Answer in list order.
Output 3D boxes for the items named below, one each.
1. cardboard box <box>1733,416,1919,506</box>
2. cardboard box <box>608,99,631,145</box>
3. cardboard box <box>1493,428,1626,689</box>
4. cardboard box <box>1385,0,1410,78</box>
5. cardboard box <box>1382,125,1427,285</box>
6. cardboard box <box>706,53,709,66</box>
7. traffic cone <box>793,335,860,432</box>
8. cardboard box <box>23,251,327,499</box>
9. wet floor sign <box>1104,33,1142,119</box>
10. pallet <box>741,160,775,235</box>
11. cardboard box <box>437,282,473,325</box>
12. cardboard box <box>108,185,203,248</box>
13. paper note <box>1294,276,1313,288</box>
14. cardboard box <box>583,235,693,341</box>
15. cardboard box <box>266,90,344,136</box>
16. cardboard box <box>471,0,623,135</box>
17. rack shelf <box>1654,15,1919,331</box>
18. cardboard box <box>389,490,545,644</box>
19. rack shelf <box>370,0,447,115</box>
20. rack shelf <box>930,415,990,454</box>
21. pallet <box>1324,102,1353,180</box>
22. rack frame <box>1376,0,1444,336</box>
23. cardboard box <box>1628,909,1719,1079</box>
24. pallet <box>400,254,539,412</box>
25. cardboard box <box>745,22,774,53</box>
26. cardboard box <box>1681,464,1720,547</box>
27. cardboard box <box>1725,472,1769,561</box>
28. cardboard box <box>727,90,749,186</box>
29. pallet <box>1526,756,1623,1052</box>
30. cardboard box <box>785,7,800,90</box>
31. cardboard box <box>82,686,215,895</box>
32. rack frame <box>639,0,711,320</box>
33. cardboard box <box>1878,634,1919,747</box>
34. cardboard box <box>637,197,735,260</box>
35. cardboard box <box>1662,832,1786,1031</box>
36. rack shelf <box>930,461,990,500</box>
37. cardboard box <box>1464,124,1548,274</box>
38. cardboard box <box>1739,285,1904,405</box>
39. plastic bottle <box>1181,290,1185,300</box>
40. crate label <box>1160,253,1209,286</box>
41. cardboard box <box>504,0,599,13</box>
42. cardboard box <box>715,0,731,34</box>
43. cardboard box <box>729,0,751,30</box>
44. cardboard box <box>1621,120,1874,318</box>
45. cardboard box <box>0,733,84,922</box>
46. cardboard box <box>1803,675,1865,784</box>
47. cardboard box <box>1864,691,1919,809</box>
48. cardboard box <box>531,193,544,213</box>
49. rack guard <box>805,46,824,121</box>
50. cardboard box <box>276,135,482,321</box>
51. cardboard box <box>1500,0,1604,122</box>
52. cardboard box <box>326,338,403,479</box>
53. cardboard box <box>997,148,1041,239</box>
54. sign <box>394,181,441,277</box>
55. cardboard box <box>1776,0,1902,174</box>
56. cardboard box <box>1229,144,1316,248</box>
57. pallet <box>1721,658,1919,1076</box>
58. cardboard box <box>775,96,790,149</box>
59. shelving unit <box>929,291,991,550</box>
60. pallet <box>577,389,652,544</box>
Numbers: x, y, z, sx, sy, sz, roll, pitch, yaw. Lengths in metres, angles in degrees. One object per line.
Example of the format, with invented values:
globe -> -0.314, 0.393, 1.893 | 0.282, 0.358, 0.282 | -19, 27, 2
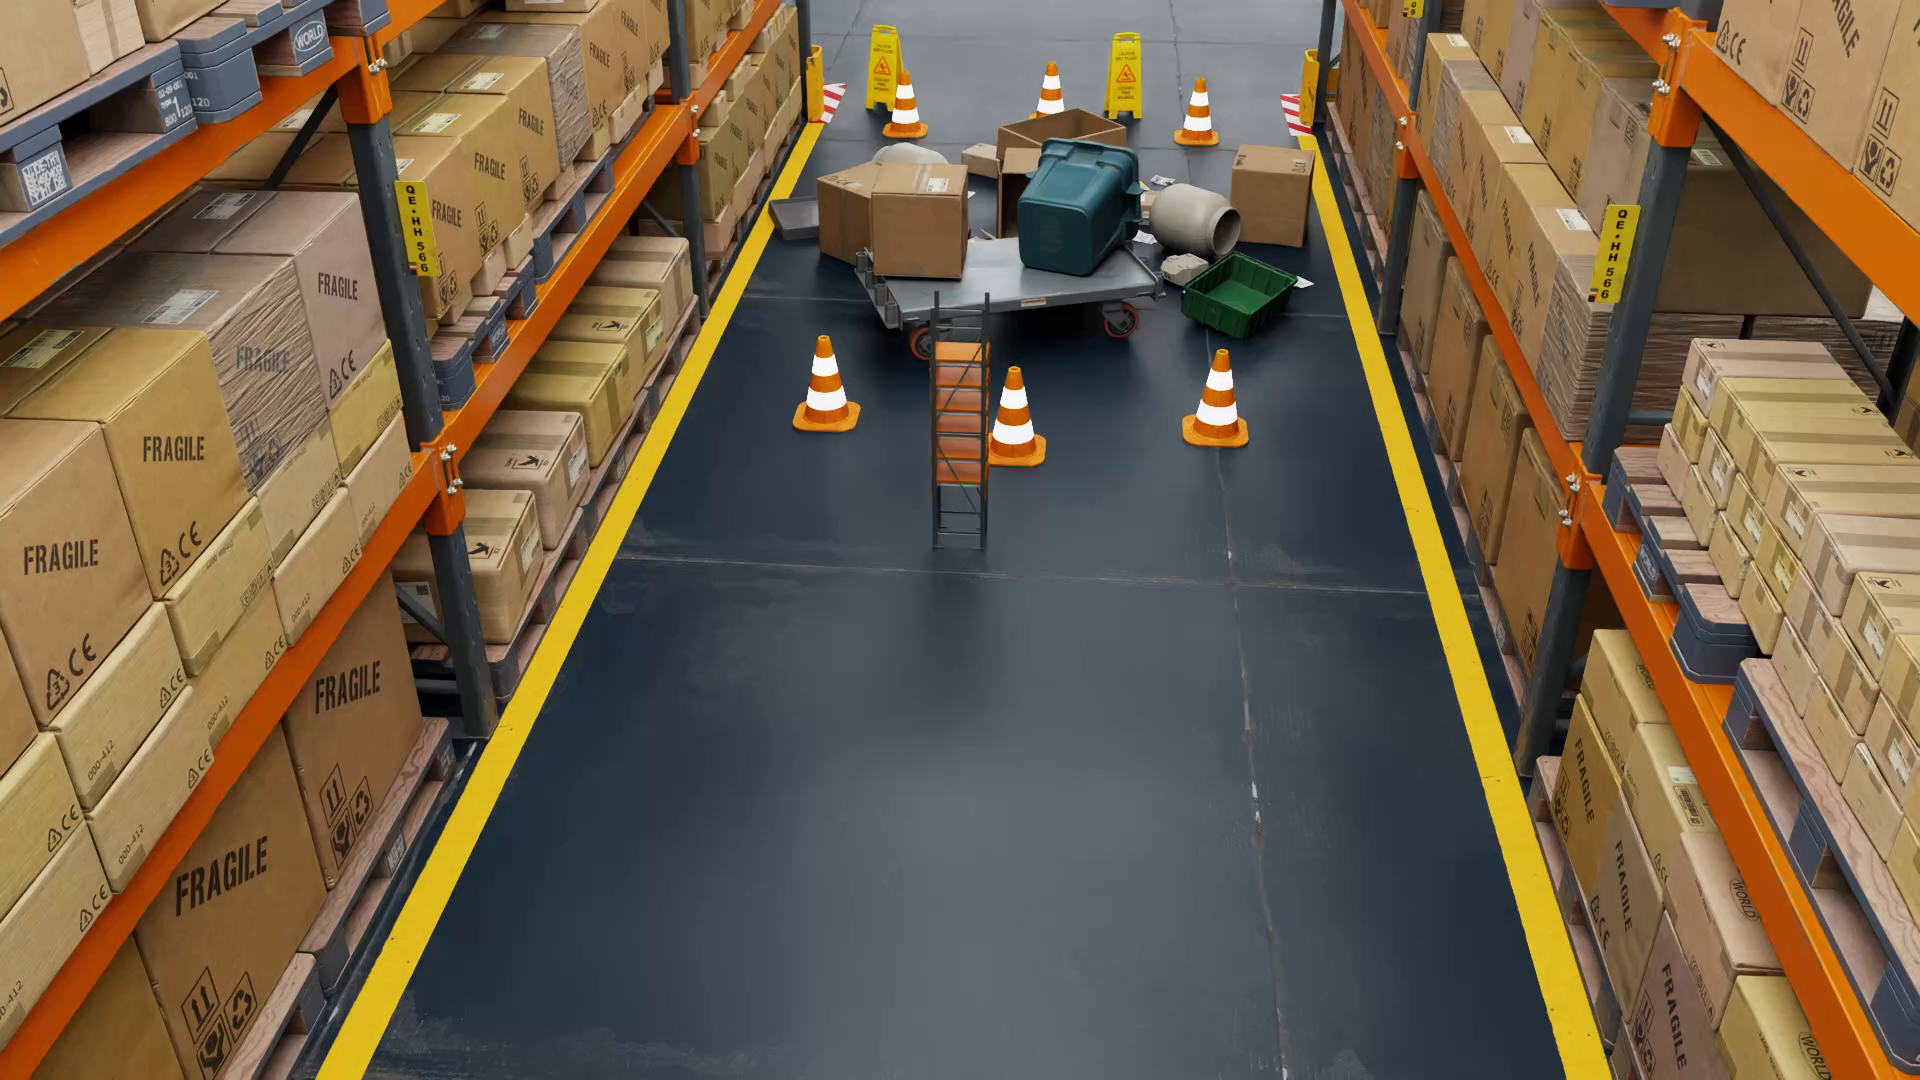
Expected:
cardboard box -> 2.342, -0.209, 4.502 | 0.380, 0.149, 0.250 | 2, 32, 4
cardboard box -> -1.808, -2.020, 8.008 | 0.380, 0.149, 0.250 | 3, 32, 4
cardboard box -> 2.756, 0.079, 6.507 | 1.050, 0.750, 0.750 | 2, 32, 3
cardboard box -> 2.983, -3.023, 9.653 | 0.875, 0.550, 0.550 | 2, 32, 4
cardboard box -> 3.063, -2.077, 9.887 | 0.875, 0.875, 0.875 | 3, 32, 5
cardboard box -> -1.685, -2.814, 9.697 | 0.380, 0.149, 0.250 | 3, 32, 5
traffic cone -> -0.705, -0.848, 8.684 | 0.336, 0.463, 0.334 | 2, 32, 4
cardboard box -> -2.140, -0.462, 4.593 | 0.500, 0.500, 0.500 | 3, 32, 5
wet floor sign -> 1.297, -3.666, 13.084 | 0.267, 0.644, 0.232 | -3, 32, -5
pallet -> -1.883, -2.441, 11.510 | 1.003, 0.211, 1.213 | 2, 32, 4
cardboard box -> -2.057, -0.924, 6.230 | 0.380, 0.149, 0.250 | 1, 32, 1
cardboard box -> -2.609, -0.765, 5.084 | 0.500, 0.500, 0.500 | 1, 32, 2
paper note -> 2.095, -1.604, 10.323 | 0.147, 0.020, 0.142 | -20, 37, -29
cardboard box -> -2.040, -1.422, 9.302 | 0.950, 0.372, 0.625 | 3, 32, 5
cardboard box -> -2.534, -1.413, 6.404 | 0.500, 0.500, 0.500 | 2, 32, 3
cardboard box -> -1.896, -2.203, 7.687 | 0.500, 0.500, 0.500 | 4, 32, 6
rack shelf -> 2.454, -0.311, 3.221 | 1.077, 0.370, 4.000 | 2, 32, 4
cardboard box -> -2.269, 0.101, 6.832 | 0.950, 0.372, 0.625 | 0, 32, 1
rack shelf -> -2.162, -2.561, 6.873 | 1.077, 0.370, 4.000 | 2, 32, 4
rack shelf -> 0.001, -0.481, 7.471 | 0.258, 0.103, 0.180 | 2, 32, 4
pallet -> 3.281, -2.960, 12.352 | 1.003, 0.211, 1.213 | 2, 32, 4
rack frame -> 2.942, -2.477, 8.911 | 1.000, 3.000, 0.127 | 2, 32, 4
cardboard box -> 2.230, 1.390, 4.617 | 0.500, 0.500, 0.500 | 2, 32, 3
pallet -> -2.373, -0.840, 6.436 | 1.213, 0.211, 1.003 | 2, 32, 4
cardboard box -> -1.489, -3.437, 11.356 | 0.380, 0.149, 0.250 | 4, 32, 6
cardboard box -> 2.357, -0.092, 4.879 | 0.380, 0.149, 0.250 | 4, 32, 6
cardboard box -> 2.339, -0.058, 4.541 | 0.380, 0.149, 0.250 | 2, 32, 2
cardboard box -> -1.651, -2.541, 10.519 | 0.500, 0.500, 0.500 | 4, 32, 6
pallet -> 2.552, 1.210, 5.585 | 1.003, 0.211, 1.213 | 2, 32, 4
cardboard box -> -1.479, -3.625, 12.279 | 0.500, 0.500, 0.500 | 3, 32, 4
cardboard box -> -2.204, 0.593, 4.071 | 0.500, 0.250, 0.500 | 2, 32, 3
rack frame -> -2.000, -2.636, 9.168 | 1.000, 3.000, 0.127 | 2, 32, 4
cardboard box -> 2.256, 0.340, 3.611 | 0.380, 0.149, 0.250 | 2, 32, 3
cardboard box -> -1.682, -1.941, 10.261 | 0.500, 0.250, 0.500 | 1, 32, 2
cardboard box -> 2.225, 1.054, 4.448 | 0.500, 0.250, 0.500 | 3, 32, 4
rack shelf -> 0.001, -0.276, 7.597 | 0.258, 0.103, 0.180 | 2, 32, 4
cardboard box -> 2.506, -1.465, 7.174 | 0.500, 0.500, 0.500 | 3, 32, 5
cardboard box -> 2.922, -0.651, 5.853 | 0.500, 0.500, 0.500 | 3, 32, 5
plastic bottle -> 1.461, -1.435, 10.021 | 0.133, 0.061, 0.283 | -14, 34, -21
crate label -> 1.400, -1.677, 10.340 | 0.298, 0.136, 0.250 | -20, 37, -29
cardboard box -> -1.854, -2.504, 7.556 | 0.380, 0.149, 0.250 | 1, 32, 2
cardboard box -> -1.668, -3.287, 9.845 | 0.500, 0.500, 0.500 | 2, 32, 4
cardboard box -> -1.541, -3.348, 10.564 | 0.380, 0.149, 0.250 | 3, 32, 4
cardboard box -> 2.663, -1.088, 5.608 | 0.700, 0.500, 0.500 | 2, 32, 4
cardboard box -> -2.252, 0.644, 3.513 | 0.500, 0.250, 0.500 | 3, 32, 5
cardboard box -> 2.273, 0.461, 3.982 | 0.380, 0.149, 0.250 | 3, 32, 5
cardboard box -> 2.256, 0.475, 3.676 | 0.380, 0.149, 0.250 | 4, 32, 6
cardboard box -> -2.020, -1.487, 7.143 | 0.380, 0.149, 0.250 | 4, 32, 6
rack guard -> -1.680, -3.624, 13.153 | 1.175, 0.500, 0.348 | 2, 32, 4
cardboard box -> -2.058, -1.118, 5.925 | 0.500, 0.500, 0.500 | 2, 32, 3
cardboard box -> 2.826, -2.152, 7.335 | 0.700, 0.500, 0.500 | 3, 32, 4
cardboard box -> -2.111, -0.429, 5.254 | 0.500, 0.250, 0.500 | 2, 32, 4
cardboard box -> 0.639, -2.206, 10.721 | 0.797, 0.637, 0.503 | 2, 32, 4
sign -> -1.772, -1.015, 5.435 | 0.100, 0.325, 0.005 | 2, 32, 4
cardboard box -> 2.271, -1.156, 3.813 | 0.500, 0.500, 0.500 | 2, 32, 4
cardboard box -> 2.046, -2.270, 10.954 | 0.500, 0.500, 0.500 | 8, 32, 12
pallet -> 2.496, 0.733, 3.884 | 1.003, 0.211, 1.213 | 2, 32, 4
cardboard box -> -1.522, -3.031, 12.030 | 0.500, 0.250, 0.500 | 3, 32, 4
shelving unit -> 0.001, -0.518, 7.447 | 0.258, 1.200, 0.189 | 2, 32, 4
pallet -> -2.158, -0.402, 8.201 | 1.003, 0.211, 1.213 | 2, 32, 4
